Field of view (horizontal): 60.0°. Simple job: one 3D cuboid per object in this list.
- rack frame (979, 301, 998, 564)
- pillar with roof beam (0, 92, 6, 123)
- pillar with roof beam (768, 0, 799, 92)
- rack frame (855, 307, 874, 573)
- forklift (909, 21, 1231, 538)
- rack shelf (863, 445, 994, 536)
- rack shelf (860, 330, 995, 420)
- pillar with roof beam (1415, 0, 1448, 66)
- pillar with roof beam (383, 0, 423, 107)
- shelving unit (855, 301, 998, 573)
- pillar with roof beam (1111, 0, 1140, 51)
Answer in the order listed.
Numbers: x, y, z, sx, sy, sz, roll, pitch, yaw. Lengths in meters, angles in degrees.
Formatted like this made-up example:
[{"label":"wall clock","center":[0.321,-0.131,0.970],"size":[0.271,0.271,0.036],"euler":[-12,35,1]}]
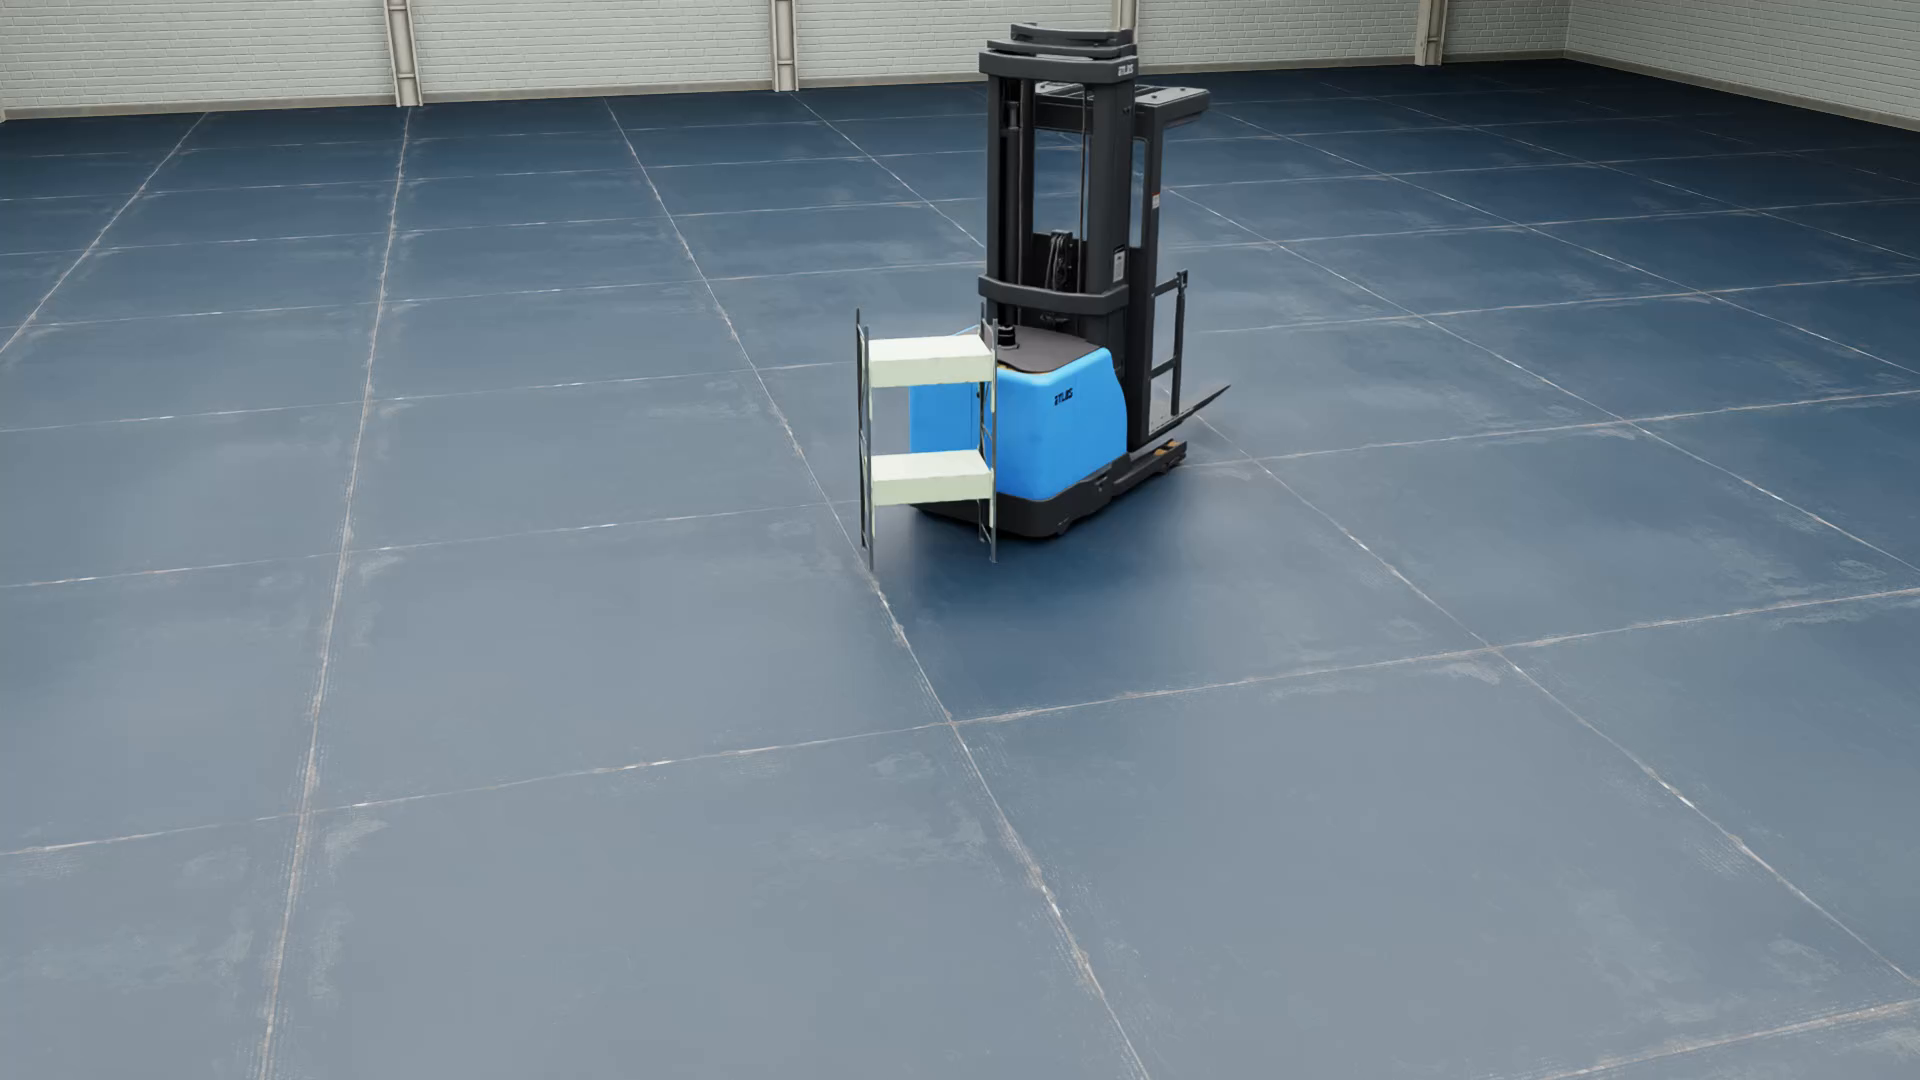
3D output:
[{"label":"rack frame","center":[0.165,-0.623,9.801],"size":[0.023,1.500,0.400],"euler":[-4,24,-10]},{"label":"pillar with roof beam","center":[-13.304,-8.738,19.202],"size":[0.400,9.000,9.100],"euler":[-6,24,-14]},{"label":"pillar with roof beam","center":[-1.750,-10.016,22.180],"size":[0.400,9.000,9.100],"euler":[-6,24,-14]},{"label":"rack frame","center":[-0.555,-0.570,9.677],"size":[0.023,1.500,0.400],"euler":[-4,24,-10]},{"label":"forklift","center":[0.904,-1.890,10.937],"size":[1.130,2.935,3.031],"euler":[15,27,31]},{"label":"rack shelf","center":[-0.195,-0.297,9.868],"size":[0.720,0.370,0.431],"euler":[-4,24,-10]},{"label":"rack shelf","center":[-0.195,-0.956,9.585],"size":[0.720,0.370,0.431],"euler":[-4,24,-10]},{"label":"pillar with roof beam","center":[9.804,-11.294,25.159],"size":[0.400,9.000,9.100],"euler":[-6,24,-14]},{"label":"pillar with roof beam","center":[-7.527,-9.377,20.691],"size":[0.400,9.000,9.100],"euler":[-6,24,-14]},{"label":"shelving unit","center":[-0.195,-0.597,9.739],"size":[0.755,1.500,0.431],"euler":[-4,24,-10]},{"label":"pillar with roof beam","center":[4.027,-10.655,23.670],"size":[0.400,9.000,9.100],"euler":[-6,24,-14]}]
